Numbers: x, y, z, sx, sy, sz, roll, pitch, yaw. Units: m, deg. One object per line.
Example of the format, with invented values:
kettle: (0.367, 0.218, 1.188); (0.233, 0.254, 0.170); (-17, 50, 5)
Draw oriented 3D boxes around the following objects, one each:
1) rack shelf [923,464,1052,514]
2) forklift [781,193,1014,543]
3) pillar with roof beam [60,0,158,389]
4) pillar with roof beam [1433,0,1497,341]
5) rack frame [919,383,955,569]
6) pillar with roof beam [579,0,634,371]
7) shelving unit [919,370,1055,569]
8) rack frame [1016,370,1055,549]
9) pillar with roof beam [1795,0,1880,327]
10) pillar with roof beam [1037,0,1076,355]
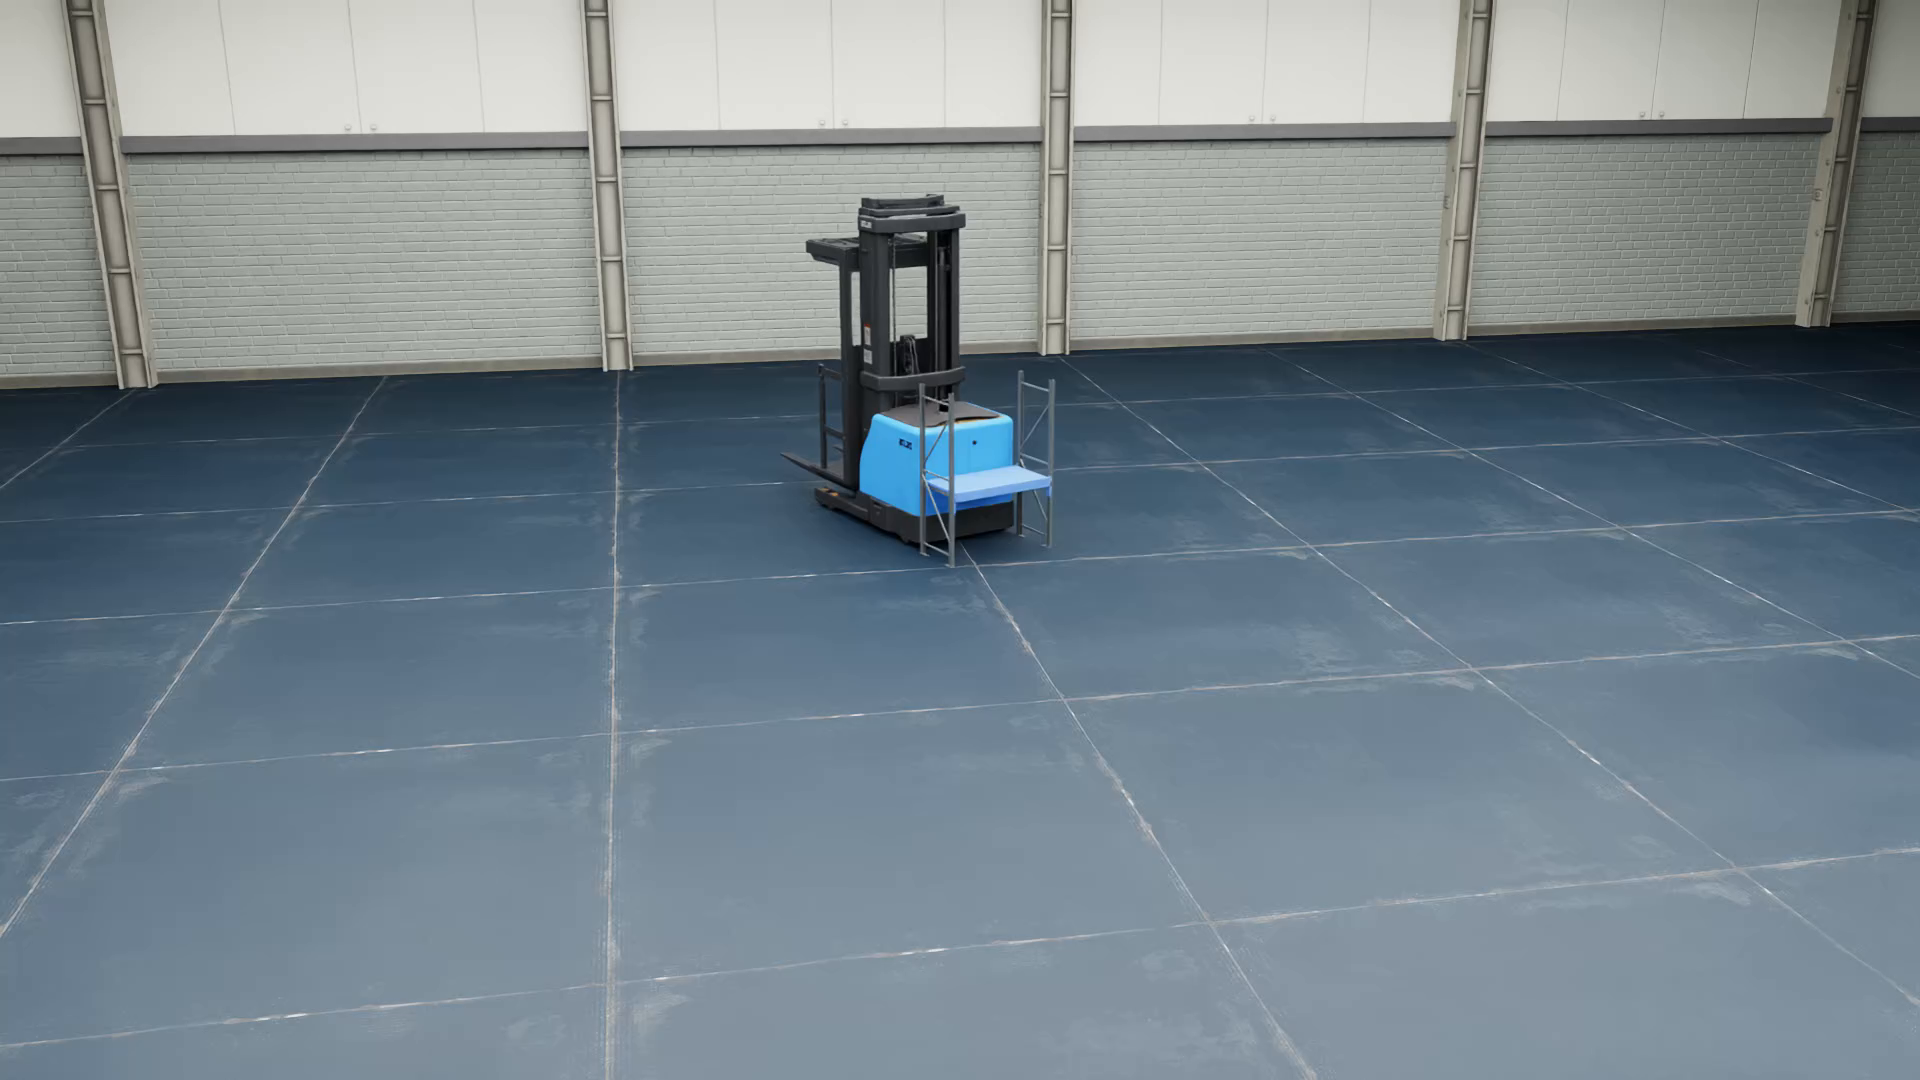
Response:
rack shelf: (0.231, -0.447, 14.326); (1.000, 0.185, 0.538); (-11, 20, -31)
forklift: (-0.731, -1.751, 15.520); (1.130, 2.935, 3.031); (-11, 20, -31)
pillar with roof beam: (-9.656, -5.026, 15.849); (0.400, 9.000, 9.100); (-3, 17, -10)
pillar with roof beam: (8.017, -6.029, 19.113); (0.400, 9.000, 9.100); (-3, 17, -10)
rack frame: (-0.194, -0.537, 14.007); (0.032, 1.500, 0.500); (-11, 20, -31)
pillar with roof beam: (-3.765, -5.360, 16.937); (0.400, 9.000, 9.100); (-3, 17, -10)
shelving unit: (0.231, -0.619, 14.273); (1.048, 1.500, 0.538); (-11, 20, -31)
rack frame: (0.657, -0.701, 14.538); (0.032, 1.500, 0.500); (-11, 20, -31)
pillar with roof beam: (13.909, -6.363, 20.201); (0.400, 9.000, 9.100); (-3, 17, -10)
pillar with roof beam: (2.126, -5.694, 18.025); (0.400, 9.000, 9.100); (-3, 17, -10)
